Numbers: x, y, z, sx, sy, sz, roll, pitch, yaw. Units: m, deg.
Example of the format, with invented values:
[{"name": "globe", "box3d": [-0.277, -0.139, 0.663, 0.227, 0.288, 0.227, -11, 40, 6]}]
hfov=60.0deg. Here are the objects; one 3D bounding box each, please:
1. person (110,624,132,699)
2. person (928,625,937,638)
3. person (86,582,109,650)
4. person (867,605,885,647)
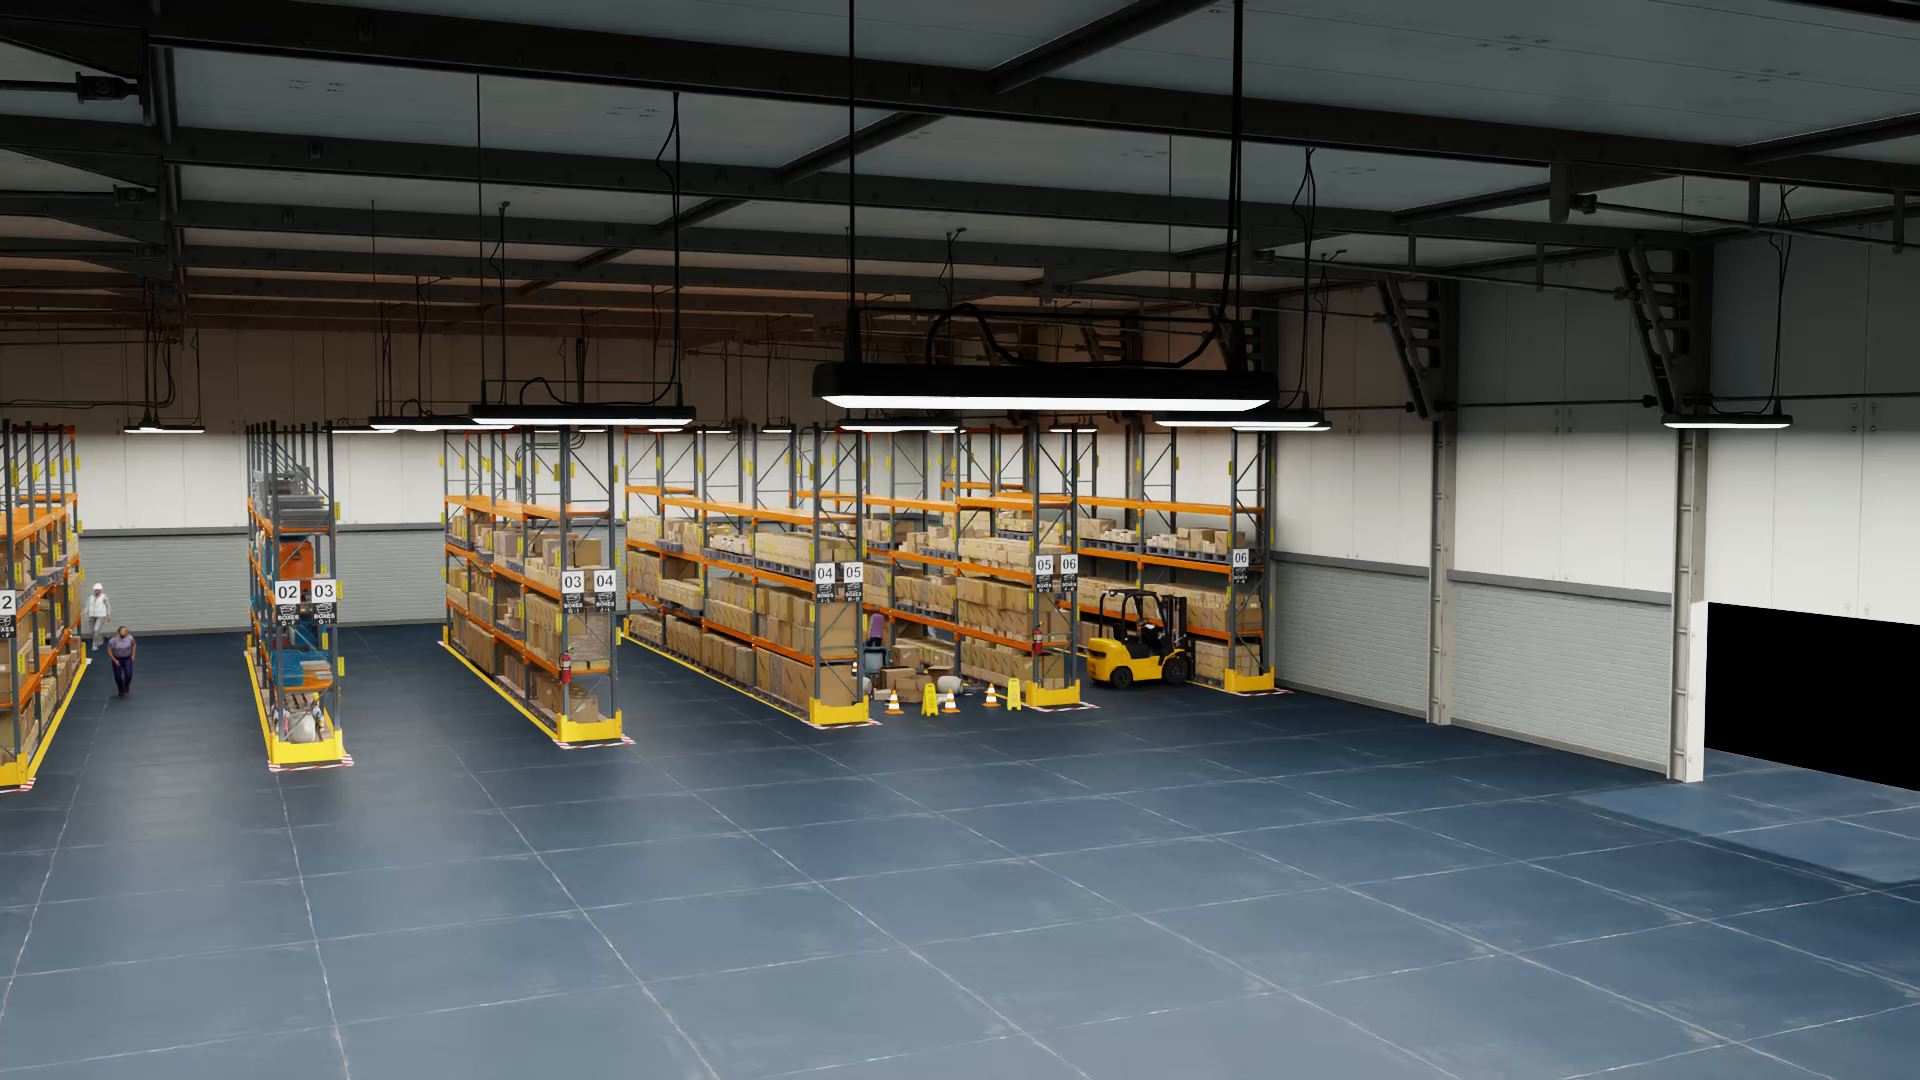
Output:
[{"name": "person", "box3d": [-18.394, 2.659, 36.529, 0.679, 1.633, 0.476, 3, 4, 36]}, {"name": "person", "box3d": [-0.837, 2.012, 45.517, 0.436, 1.823, 0.629, 0, 4, -1]}, {"name": "person", "box3d": [-23.279, 2.042, 44.852, 0.629, 1.813, 0.458, -2, 4, -35]}, {"name": "person", "box3d": [-2.054, 2.389, 40.610, 0.480, 1.588, 0.362, 1, 4, 18]}]
